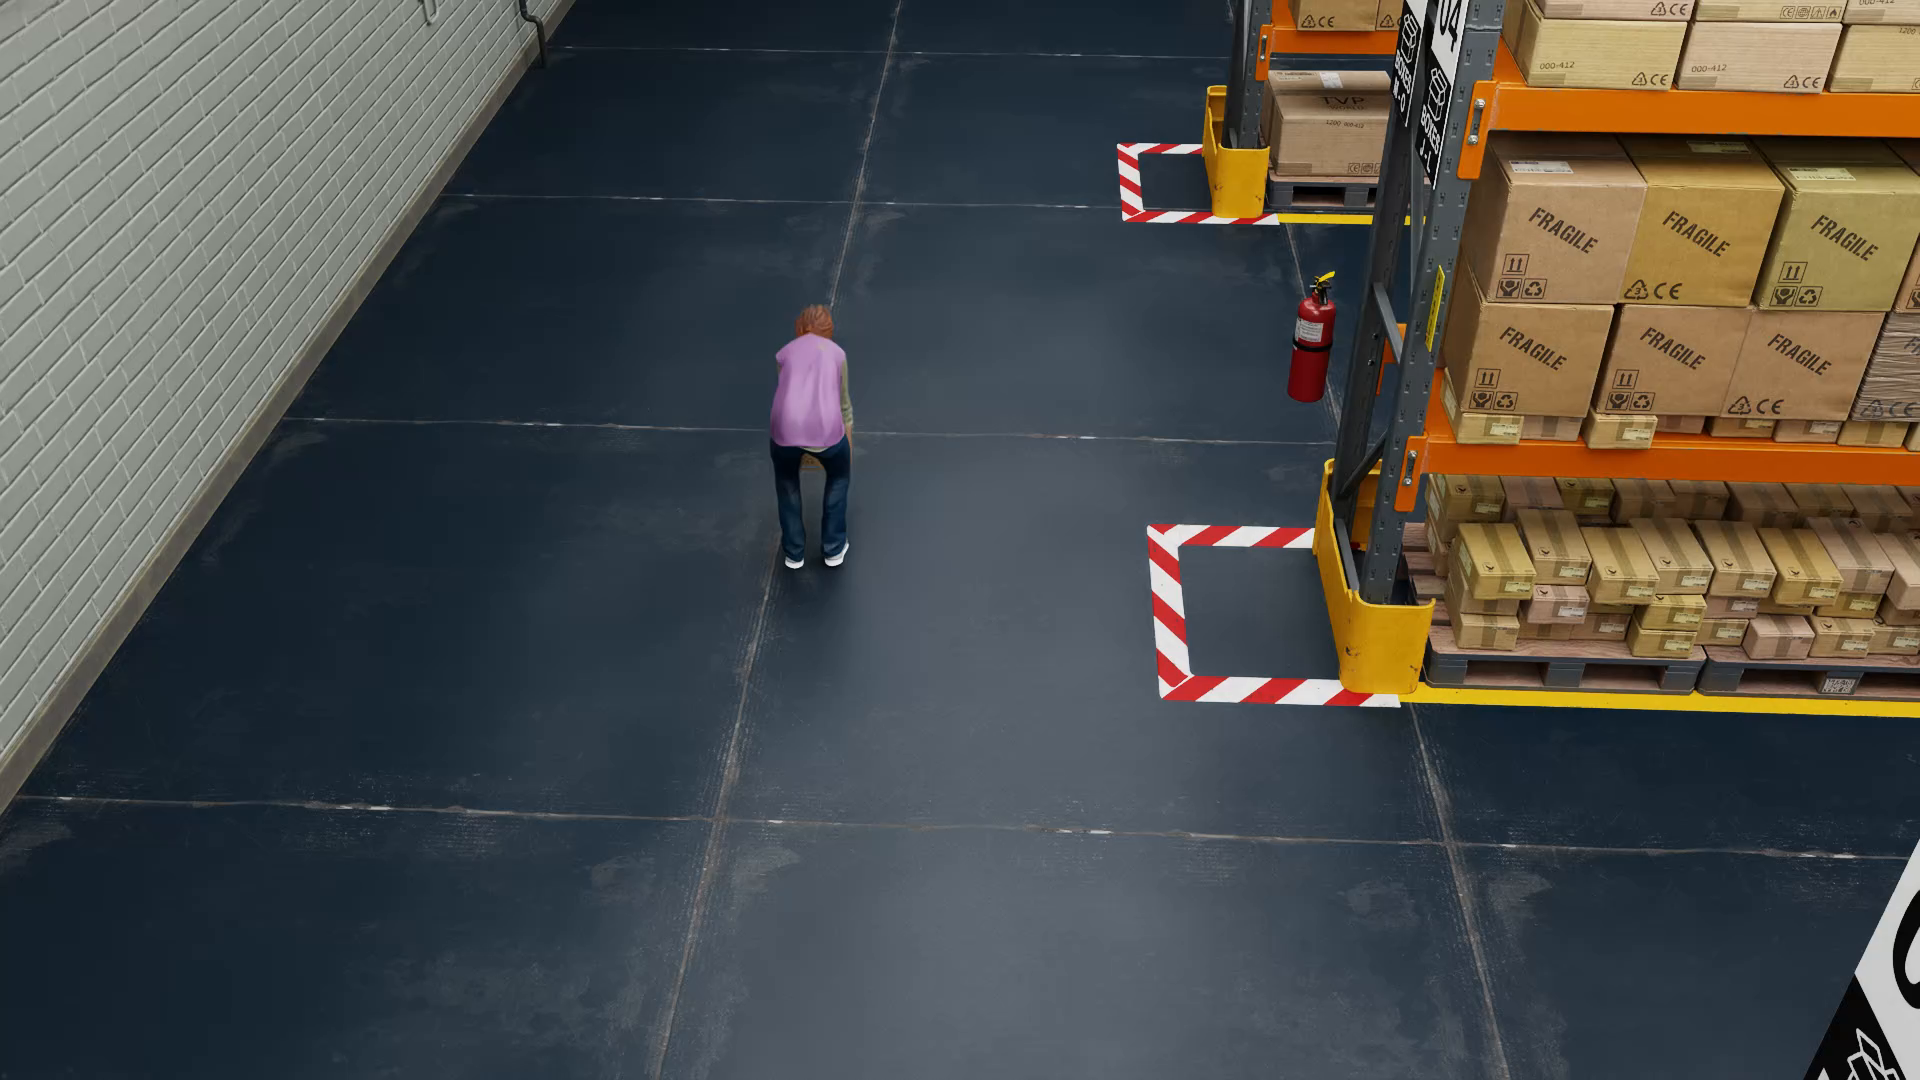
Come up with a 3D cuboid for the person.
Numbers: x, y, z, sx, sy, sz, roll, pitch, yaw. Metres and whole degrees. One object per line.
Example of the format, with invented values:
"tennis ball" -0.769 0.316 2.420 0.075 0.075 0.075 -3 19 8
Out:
"person" -0.716 -0.488 8.180 0.382 1.138 0.848 0 36 1
